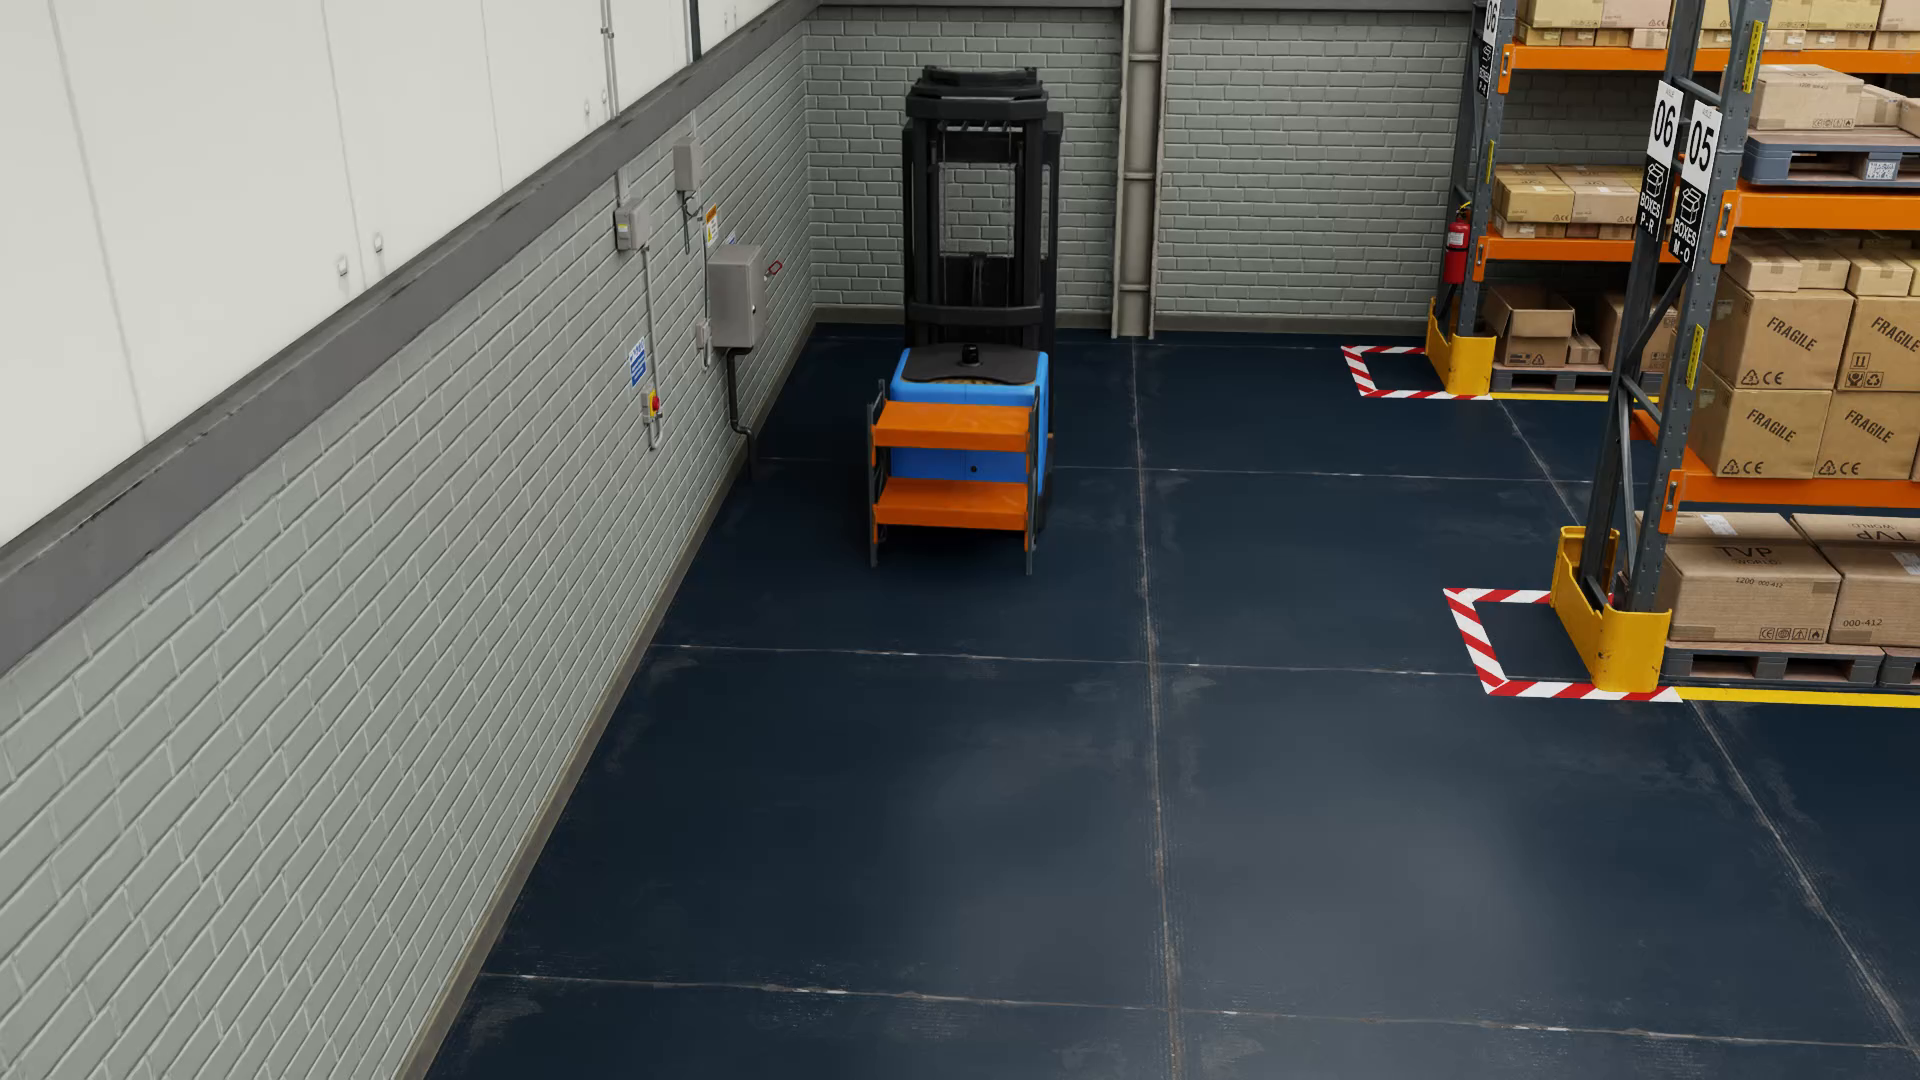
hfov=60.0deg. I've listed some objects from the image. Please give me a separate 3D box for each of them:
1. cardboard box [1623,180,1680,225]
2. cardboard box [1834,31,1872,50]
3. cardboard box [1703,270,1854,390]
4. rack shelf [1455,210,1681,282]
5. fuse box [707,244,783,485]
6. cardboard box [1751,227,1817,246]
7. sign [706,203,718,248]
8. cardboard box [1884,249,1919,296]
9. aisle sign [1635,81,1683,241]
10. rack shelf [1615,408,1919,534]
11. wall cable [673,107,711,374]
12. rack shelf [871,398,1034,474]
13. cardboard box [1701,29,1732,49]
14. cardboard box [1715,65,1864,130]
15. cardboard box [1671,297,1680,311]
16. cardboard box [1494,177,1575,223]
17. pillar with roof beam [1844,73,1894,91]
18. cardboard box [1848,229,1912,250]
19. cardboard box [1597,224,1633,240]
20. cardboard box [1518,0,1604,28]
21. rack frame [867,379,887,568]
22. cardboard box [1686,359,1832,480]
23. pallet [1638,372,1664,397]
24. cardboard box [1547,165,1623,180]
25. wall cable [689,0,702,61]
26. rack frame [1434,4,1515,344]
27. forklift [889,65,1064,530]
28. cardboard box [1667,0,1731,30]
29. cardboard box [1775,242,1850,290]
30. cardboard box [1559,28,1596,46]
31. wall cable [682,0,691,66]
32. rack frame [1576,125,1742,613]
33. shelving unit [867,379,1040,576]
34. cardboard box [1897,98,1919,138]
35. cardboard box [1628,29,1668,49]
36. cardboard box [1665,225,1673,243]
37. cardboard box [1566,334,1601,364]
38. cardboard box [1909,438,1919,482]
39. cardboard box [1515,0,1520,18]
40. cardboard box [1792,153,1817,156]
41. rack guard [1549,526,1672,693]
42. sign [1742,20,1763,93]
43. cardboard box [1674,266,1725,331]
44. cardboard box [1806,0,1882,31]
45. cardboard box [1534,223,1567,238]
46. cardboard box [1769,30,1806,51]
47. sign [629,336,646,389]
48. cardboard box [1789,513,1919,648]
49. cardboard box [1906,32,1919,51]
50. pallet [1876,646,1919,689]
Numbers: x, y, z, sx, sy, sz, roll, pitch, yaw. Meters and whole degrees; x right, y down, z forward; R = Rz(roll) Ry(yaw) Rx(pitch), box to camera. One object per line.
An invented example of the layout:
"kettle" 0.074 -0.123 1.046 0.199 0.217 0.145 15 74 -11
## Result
"cardboard box" 5.654 -2.724 13.404 0.500 0.250 0.500 1 25 3
"cardboard box" 6.801 -3.875 12.795 0.250 0.149 0.380 3 25 6
"cardboard box" 4.294 -1.111 8.760 0.500 0.500 0.500 1 25 3
"rack shelf" 6.208 -2.423 13.789 4.000 0.370 1.077 2 25 4
"fuse box" -1.480 -1.202 11.814 0.414 1.711 0.539 2 25 4
"cardboard box" 4.466 -1.614 9.077 0.250 0.149 0.380 2 25 5
"sign" -1.691 -2.146 11.337 0.001 0.242 0.339 2 25 4
"cardboard box" 4.951 -1.377 8.563 0.250 0.149 0.380 1 25 2
"aisle sign" 3.790 -2.058 9.024 0.004 0.787 0.394 2 25 4
"rack shelf" 5.832 -0.355 9.293 4.000 0.370 1.077 2 25 4
"wall cable" -1.689 -1.969 10.726 0.122 1.984 0.588 2 25 4
"rack shelf" -0.034 -0.674 10.669 1.000 0.278 0.538 3 25 6
"cardboard box" 5.785 -3.905 12.859 0.250 0.149 0.380 2 25 3
"cardboard box" 4.293 -2.299 8.627 0.500 0.250 0.500 0 25 -1
"cardboard box" 6.185 -1.708 13.862 0.500 0.500 0.500 2 25 5
"cardboard box" 4.646 -2.754 13.471 0.500 0.250 0.500 2 25 4
"pillar with roof beam" 7.247 -4.015 9.211 0.400 9.000 9.100 2 25 4
"cardboard box" 4.978 -1.615 9.080 0.250 0.149 0.380 2 25 5
"cardboard box" 5.290 -2.559 13.523 0.250 0.149 0.380 3 25 6
"cardboard box" 4.635 -4.116 12.841 0.500 0.250 0.500 2 25 3
"rack frame" -0.538 -0.433 10.846 0.032 1.125 0.500 3 25 6
"cardboard box" 4.294 -0.656 8.967 0.500 0.500 0.500 2 25 4
"pallet" 6.298 -1.480 14.214 1.213 0.211 1.003 2 25 4
"cardboard box" 5.207 -2.960 13.918 0.500 0.250 0.500 2 25 4
"wall cable" -1.544 -5.026 11.362 0.133 3.039 2.988 2 25 4
"rack frame" 4.214 -2.814 13.778 0.127 3.000 1.000 2 25 4
"forklift" 0.167 -1.979 12.044 1.130 2.935 3.031 2 25 5
"cardboard box" 5.653 -4.087 12.778 0.500 0.250 0.500 1 25 2
"cardboard box" 4.437 -1.434 8.687 0.250 0.149 0.380 2 25 5
"cardboard box" 4.777 -3.958 12.976 0.250 0.149 0.380 2 25 5
"wall cable" -1.795 -3.849 8.849 0.029 3.000 2.355 2 25 4
"rack frame" 3.838 -0.745 9.282 0.127 3.000 1.000 2 25 4
"shelving unit" -0.034 -0.408 10.791 1.048 1.125 0.538 3 25 6
"cardboard box" 4.905 -2.099 8.314 0.250 0.149 0.380 3 25 6
"cardboard box" 5.272 -3.892 12.832 0.250 0.149 0.380 2 25 5
"cardboard box" 5.801 -2.513 13.424 0.250 0.149 0.380 1 25 2
"cardboard box" 5.237 -1.621 14.093 0.250 0.149 0.380 1 25 2
"cardboard box" 5.306 -0.627 8.906 0.500 0.500 0.500 2 25 4
"cardboard box" 4.678 -4.343 13.335 0.500 0.250 0.500 1 25 3
"cardboard box" 6.738 -3.253 13.657 0.500 0.500 0.500 1 25 3
"rack guard" 3.814 0.389 9.806 0.348 0.500 1.175 2 25 4
"sign" 3.789 -2.310 7.953 0.005 0.325 0.100 2 25 4
"cardboard box" 4.337 -1.329 9.234 0.500 0.500 0.500 3 25 6
"cardboard box" 6.673 -4.060 12.721 0.500 0.250 0.500 2 25 5
"cardboard box" 4.778 -2.586 13.583 0.250 0.149 0.380 2 25 5
"cardboard box" 6.284 -3.860 12.763 0.250 0.149 0.380 2 25 5
"sign" -1.851 -1.021 9.557 0.001 0.218 0.327 2 25 4
"cardboard box" 5.416 0.233 9.718 0.875 0.438 0.875 2 25 5
"cardboard box" 7.310 -3.845 12.729 0.250 0.149 0.380 3 25 6
"pallet" 5.854 0.555 9.792 1.213 0.211 1.003 2 25 4
